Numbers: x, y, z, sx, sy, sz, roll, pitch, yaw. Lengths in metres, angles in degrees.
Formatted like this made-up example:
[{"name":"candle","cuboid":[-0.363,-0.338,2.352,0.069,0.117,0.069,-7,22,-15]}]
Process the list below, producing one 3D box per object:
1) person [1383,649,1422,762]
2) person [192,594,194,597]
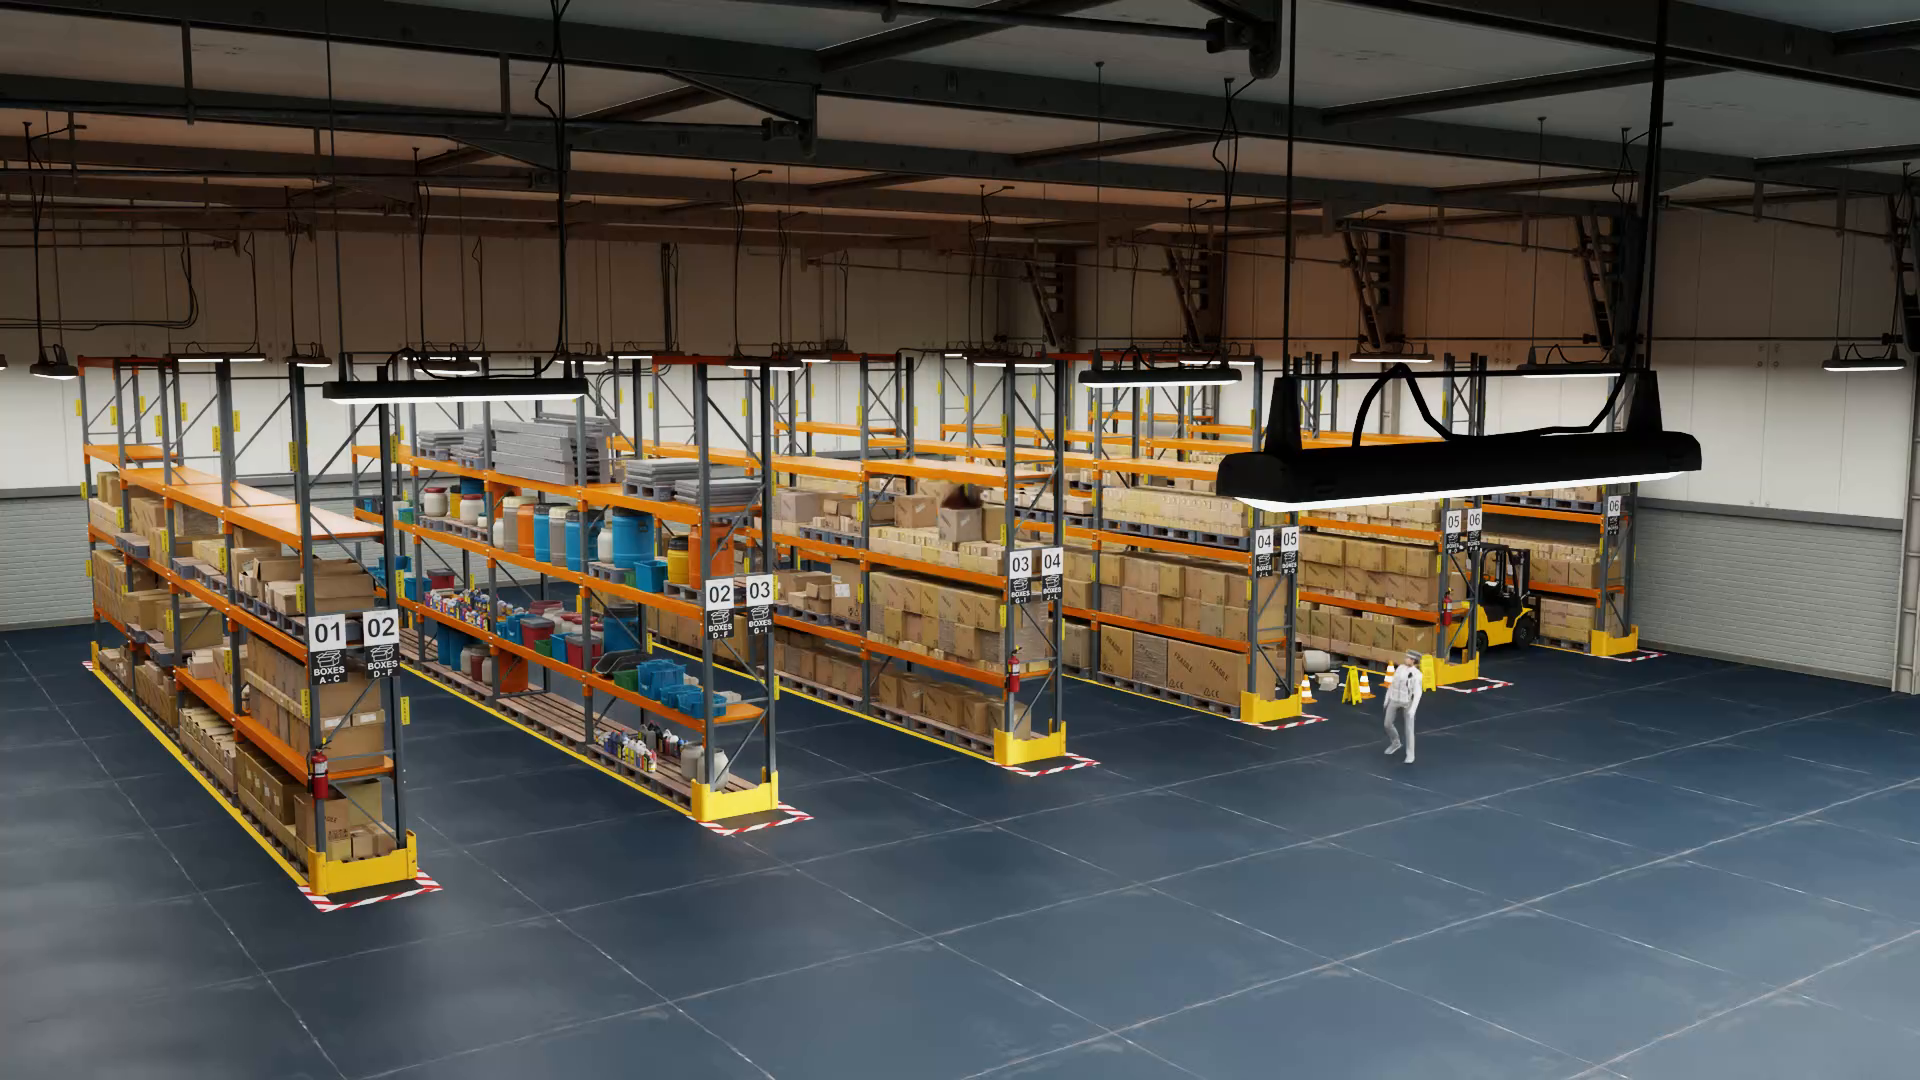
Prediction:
[{"name":"person","cuboid":[6.657,2.461,25.035,0.577,1.689,0.448,5,8,35]},{"name":"person","cuboid":[-15.754,1.369,33.560,0.566,1.802,0.408,0,7,0]}]
